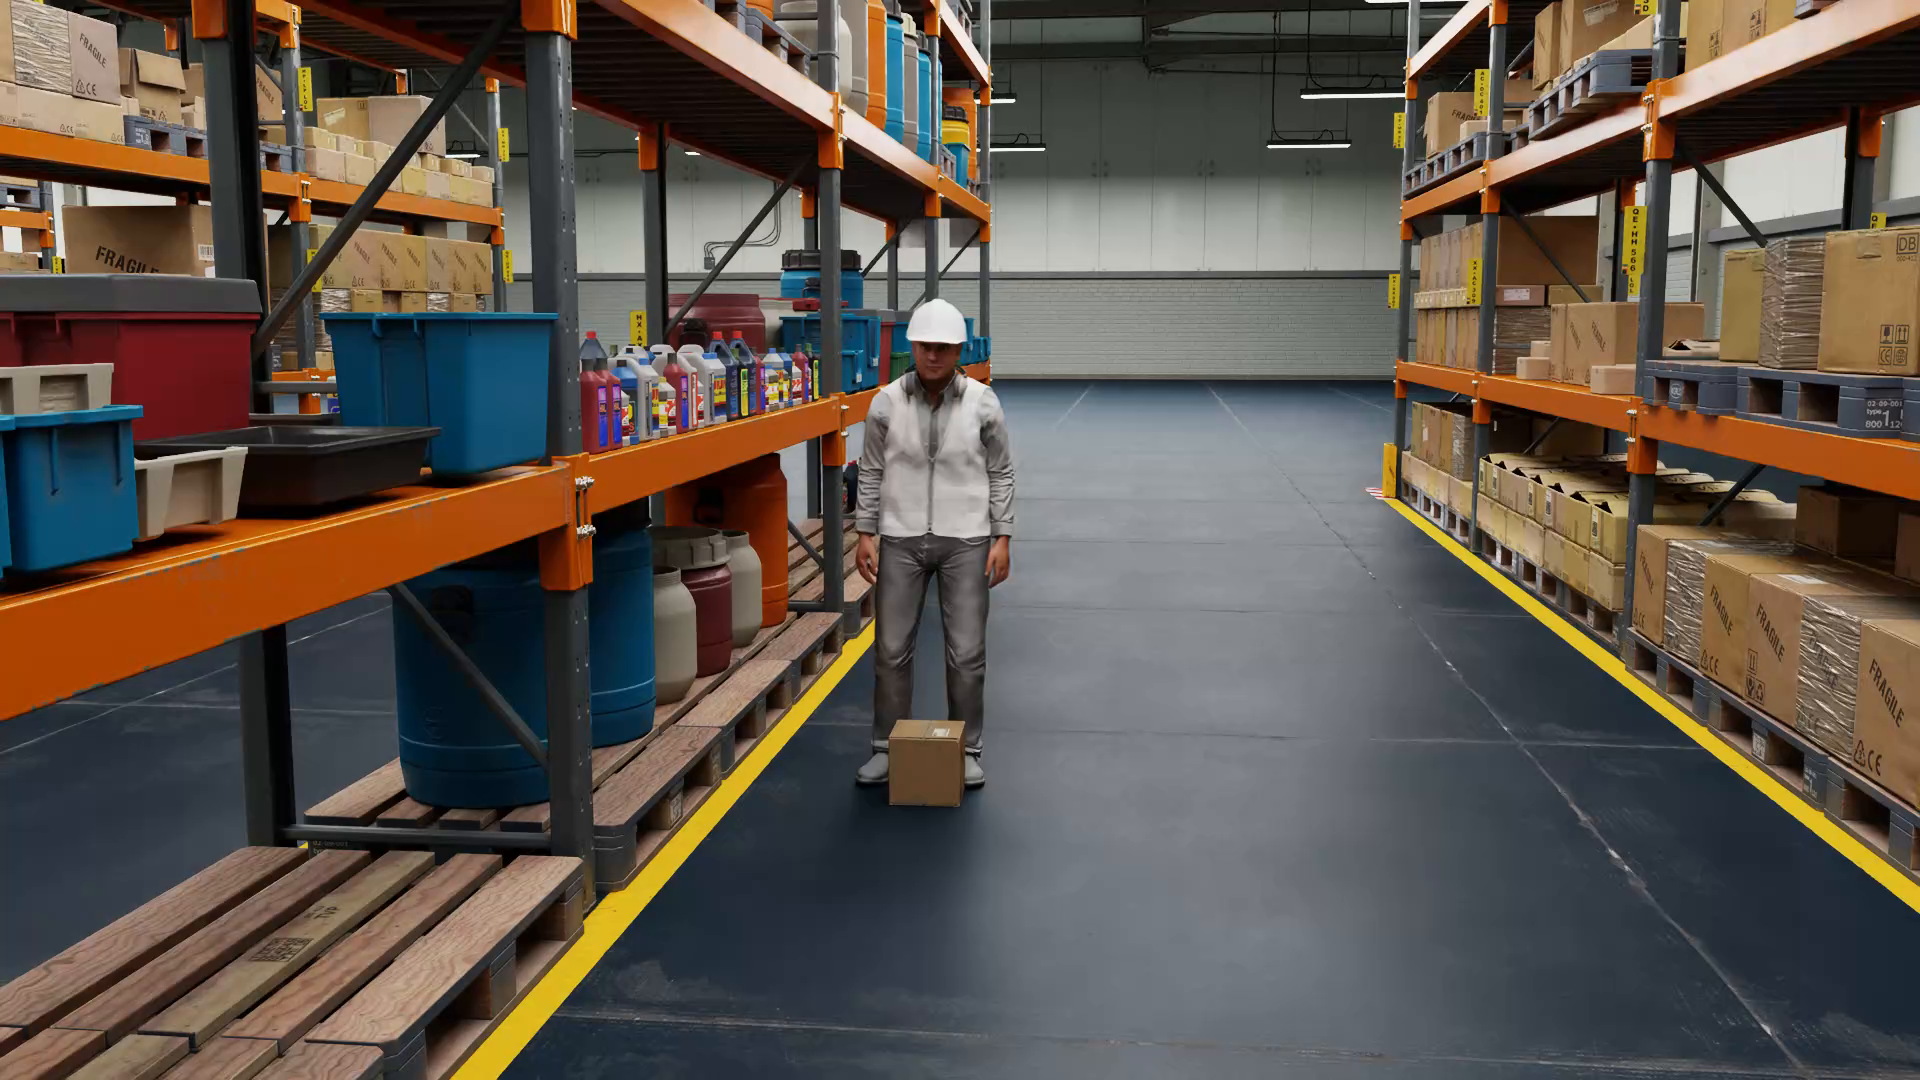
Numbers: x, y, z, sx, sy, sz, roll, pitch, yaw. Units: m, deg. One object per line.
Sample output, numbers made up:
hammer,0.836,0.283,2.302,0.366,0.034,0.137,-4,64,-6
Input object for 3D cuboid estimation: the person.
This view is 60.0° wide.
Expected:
person,-0.095,0.011,6.108,0.585,1.771,0.466,1,8,5
